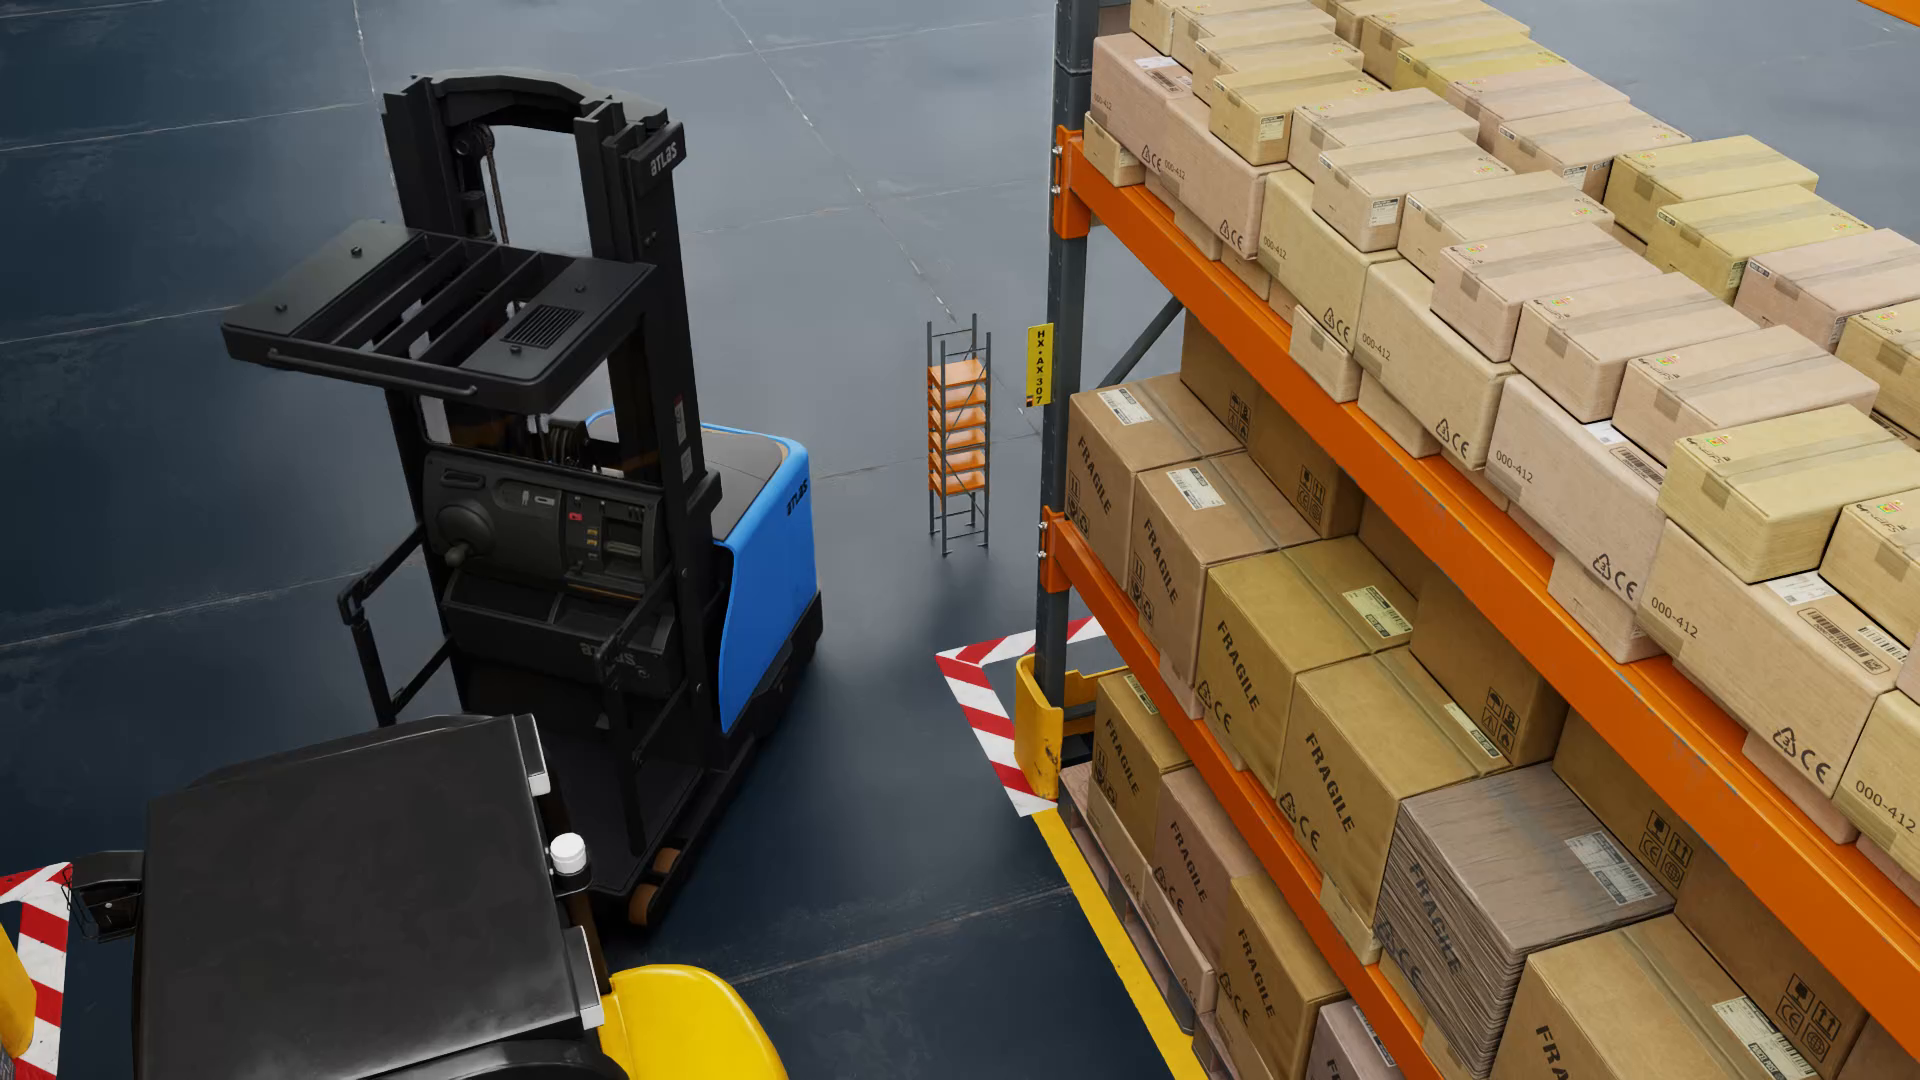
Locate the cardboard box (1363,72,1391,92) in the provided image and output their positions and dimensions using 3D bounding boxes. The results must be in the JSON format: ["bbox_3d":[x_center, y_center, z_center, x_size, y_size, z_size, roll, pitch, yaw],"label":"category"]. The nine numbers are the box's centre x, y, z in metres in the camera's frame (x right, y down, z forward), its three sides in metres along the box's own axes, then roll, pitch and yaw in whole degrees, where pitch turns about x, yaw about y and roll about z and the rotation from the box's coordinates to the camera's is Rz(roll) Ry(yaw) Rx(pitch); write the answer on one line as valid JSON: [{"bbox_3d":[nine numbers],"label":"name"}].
[{"bbox_3d":[1.381,-1.116,4.623,0.500,0.250,0.500,-13,39,-17],"label":"cardboard box"}]

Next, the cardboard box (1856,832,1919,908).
[{"bbox_3d":[1.770,0.506,2.801,0.380,0.149,0.250,-12,39,-15],"label":"cardboard box"}]

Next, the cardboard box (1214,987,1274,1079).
[{"bbox_3d":[1.178,1.659,5.490,0.500,0.250,0.500,-10,38,-13],"label":"cardboard box"}]

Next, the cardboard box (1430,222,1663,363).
[{"bbox_3d":[1.232,-0.526,3.509,0.380,0.149,0.250,-12,39,-15],"label":"cardboard box"}]

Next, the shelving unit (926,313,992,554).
[{"bbox_3d":[-0.005,-0.487,7.900,0.258,1.200,0.189,-12,39,-16],"label":"shelving unit"}]

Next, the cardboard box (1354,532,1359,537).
[{"bbox_3d":[1.406,-0.005,5.433,0.500,0.500,0.500,-12,39,-16],"label":"cardboard box"}]

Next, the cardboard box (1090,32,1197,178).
[{"bbox_3d":[0.715,-1.298,4.864,0.500,0.250,0.500,-13,39,-17],"label":"cardboard box"}]

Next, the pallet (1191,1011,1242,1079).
[{"bbox_3d":[1.481,1.931,5.511,1.003,0.211,1.213,-12,39,-16],"label":"pallet"}]

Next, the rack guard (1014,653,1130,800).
[{"bbox_3d":[0.818,0.662,6.956,1.175,0.500,0.348,-12,39,-16],"label":"rack guard"}]

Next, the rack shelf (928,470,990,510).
[{"bbox_3d":[-0.005,-0.260,8.071,0.258,0.103,0.180,-12,39,-16],"label":"rack shelf"}]

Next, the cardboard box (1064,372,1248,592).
[{"bbox_3d":[0.695,-0.214,5.710,0.500,0.500,0.500,-13,39,-17],"label":"cardboard box"}]

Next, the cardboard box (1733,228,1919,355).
[{"bbox_3d":[1.867,-0.506,3.482,0.380,0.149,0.250,-13,39,-17],"label":"cardboard box"}]

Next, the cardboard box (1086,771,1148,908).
[{"bbox_3d":[0.810,1.064,6.281,0.500,0.250,0.500,-13,39,-16],"label":"cardboard box"}]

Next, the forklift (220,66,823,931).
[{"bbox_3d":[-1.569,0.020,5.787,1.130,2.935,3.031,11,38,14],"label":"forklift"}]

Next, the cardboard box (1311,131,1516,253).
[{"bbox_3d":[1.058,-0.818,3.896,0.380,0.149,0.250,-11,38,-15],"label":"cardboard box"}]

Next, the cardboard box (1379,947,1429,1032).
[{"bbox_3d":[1.359,1.138,4.455,0.380,0.149,0.250,-13,39,-17],"label":"cardboard box"}]

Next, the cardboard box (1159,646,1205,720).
[{"bbox_3d":[0.874,0.414,5.415,0.380,0.149,0.250,-12,39,-15],"label":"cardboard box"}]

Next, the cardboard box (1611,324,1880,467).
[{"bbox_3d":[1.482,-0.256,3.149,0.380,0.149,0.250,-13,39,-17],"label":"cardboard box"}]

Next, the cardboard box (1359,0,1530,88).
[{"bbox_3d":[1.344,-1.372,4.632,0.380,0.149,0.250,-13,39,-16],"label":"cardboard box"}]

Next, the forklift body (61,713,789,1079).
[{"bbox_3d":[-1.501,1.682,4.229,2.313,2.155,1.214,-12,39,-16],"label":"forklift body"}]

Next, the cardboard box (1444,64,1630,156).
[{"bbox_3d":[1.460,-1.079,4.242,0.380,0.149,0.250,-12,39,-16],"label":"cardboard box"}]

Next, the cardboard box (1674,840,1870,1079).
[{"bbox_3d":[2.066,0.735,3.619,0.700,0.500,0.500,-12,39,-16],"label":"cardboard box"}]

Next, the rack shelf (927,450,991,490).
[{"bbox_3d":[-0.005,-0.356,7.999,0.258,0.103,0.180,-12,39,-16],"label":"rack shelf"}]

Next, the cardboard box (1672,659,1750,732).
[{"bbox_3d":[1.616,0.213,3.189,0.380,0.149,0.250,-14,39,-17],"label":"cardboard box"}]

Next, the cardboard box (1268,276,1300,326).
[{"bbox_3d":[1.038,-0.653,4.339,0.380,0.149,0.250,-14,39,-17],"label":"cardboard box"}]

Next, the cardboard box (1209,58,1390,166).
[{"bbox_3d":[0.869,-1.103,4.274,0.380,0.149,0.250,-13,39,-16],"label":"cardboard box"}]

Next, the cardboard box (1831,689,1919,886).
[{"bbox_3d":[1.763,0.428,2.573,0.500,0.250,0.500,-13,39,-16],"label":"cardboard box"}]

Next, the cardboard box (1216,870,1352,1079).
[{"bbox_3d":[1.168,1.357,5.268,0.500,0.500,0.500,-12,39,-15],"label":"cardboard box"}]

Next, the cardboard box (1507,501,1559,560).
[{"bbox_3d":[1.423,-0.081,3.581,0.380,0.149,0.250,-12,39,-15],"label":"cardboard box"}]

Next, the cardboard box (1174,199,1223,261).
[{"bbox_3d":[0.835,-0.936,4.716,0.380,0.149,0.250,-11,38,-15],"label":"cardboard box"}]

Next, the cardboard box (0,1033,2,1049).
[{"bbox_3d":[-3.409,1.781,5.329,0.500,0.250,0.500,-12,39,-16],"label":"cardboard box"}]

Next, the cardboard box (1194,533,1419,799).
[{"bbox_3d":[1.053,0.366,4.941,0.500,0.500,0.500,-13,39,-17],"label":"cardboard box"}]

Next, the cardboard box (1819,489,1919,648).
[{"bbox_3d":[1.688,0.033,2.766,0.380,0.149,0.250,-12,38,-15],"label":"cardboard box"}]

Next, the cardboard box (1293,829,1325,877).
[{"bbox_3d":[1.205,0.846,4.843,0.380,0.149,0.250,-13,39,-17],"label":"cardboard box"}]

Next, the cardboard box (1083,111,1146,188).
[{"bbox_3d":[0.602,-1.223,5.096,0.380,0.149,0.250,-12,39,-16],"label":"cardboard box"}]

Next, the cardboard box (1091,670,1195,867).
[{"bbox_3d":[0.819,0.777,6.038,0.500,0.500,0.500,-14,39,-17],"label":"cardboard box"}]

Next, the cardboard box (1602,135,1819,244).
[{"bbox_3d":[1.745,-0.807,3.881,0.380,0.149,0.250,-11,38,-15],"label":"cardboard box"}]

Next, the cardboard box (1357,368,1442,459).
[{"bbox_3d":[1.179,-0.353,3.942,0.380,0.149,0.250,-13,39,-17],"label":"cardboard box"}]

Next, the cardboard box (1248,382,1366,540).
[{"bbox_3d":[1.340,-0.407,5.136,0.700,0.500,0.500,-12,39,-16],"label":"cardboard box"}]

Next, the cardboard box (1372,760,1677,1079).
[{"bbox_3d":[1.416,0.940,4.179,0.500,0.500,0.500,-11,38,-15],"label":"cardboard box"}]

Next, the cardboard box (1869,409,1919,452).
[{"bbox_3d":[1.928,-0.258,3.483,0.500,0.250,0.500,-12,39,-16],"label":"cardboard box"}]

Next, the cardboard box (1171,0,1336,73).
[{"bbox_3d":[0.825,-1.414,4.687,0.380,0.149,0.250,-13,39,-16],"label":"cardboard box"}]

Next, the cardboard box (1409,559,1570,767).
[{"bbox_3d":[1.654,0.170,4.370,0.700,0.500,0.500,-13,39,-16],"label":"cardboard box"}]

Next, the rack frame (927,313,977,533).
[{"bbox_3d":[-0.036,-0.539,7.968,0.240,1.200,0.006,-12,39,-16],"label":"rack frame"}]

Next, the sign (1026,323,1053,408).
[{"bbox_3d":[0.283,-0.613,5.851,0.100,0.325,0.005,-12,39,-16],"label":"sign"}]

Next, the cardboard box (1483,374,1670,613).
[{"bbox_3d":[1.427,-0.147,3.337,0.500,0.250,0.500,-13,39,-17],"label":"cardboard box"}]

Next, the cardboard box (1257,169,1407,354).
[{"bbox_3d":[1.080,-0.724,4.103,0.500,0.250,0.500,-11,38,-15],"label":"cardboard box"}]

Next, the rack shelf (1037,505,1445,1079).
[{"bbox_3d":[1.481,1.037,4.978,1.077,0.370,4.000,-12,39,-16],"label":"rack shelf"}]

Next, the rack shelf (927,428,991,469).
[{"bbox_3d":[-0.005,-0.452,7.927,0.258,0.103,0.180,-12,39,-16],"label":"rack shelf"}]

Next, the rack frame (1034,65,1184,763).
[{"bbox_3d":[0.792,-0.380,6.261,1.000,3.000,0.127,-12,39,-16],"label":"rack frame"}]

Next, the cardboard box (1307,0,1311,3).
[{"bbox_3d":[1.186,-1.666,5.022,0.380,0.149,0.250,-12,39,-16],"label":"cardboard box"}]
